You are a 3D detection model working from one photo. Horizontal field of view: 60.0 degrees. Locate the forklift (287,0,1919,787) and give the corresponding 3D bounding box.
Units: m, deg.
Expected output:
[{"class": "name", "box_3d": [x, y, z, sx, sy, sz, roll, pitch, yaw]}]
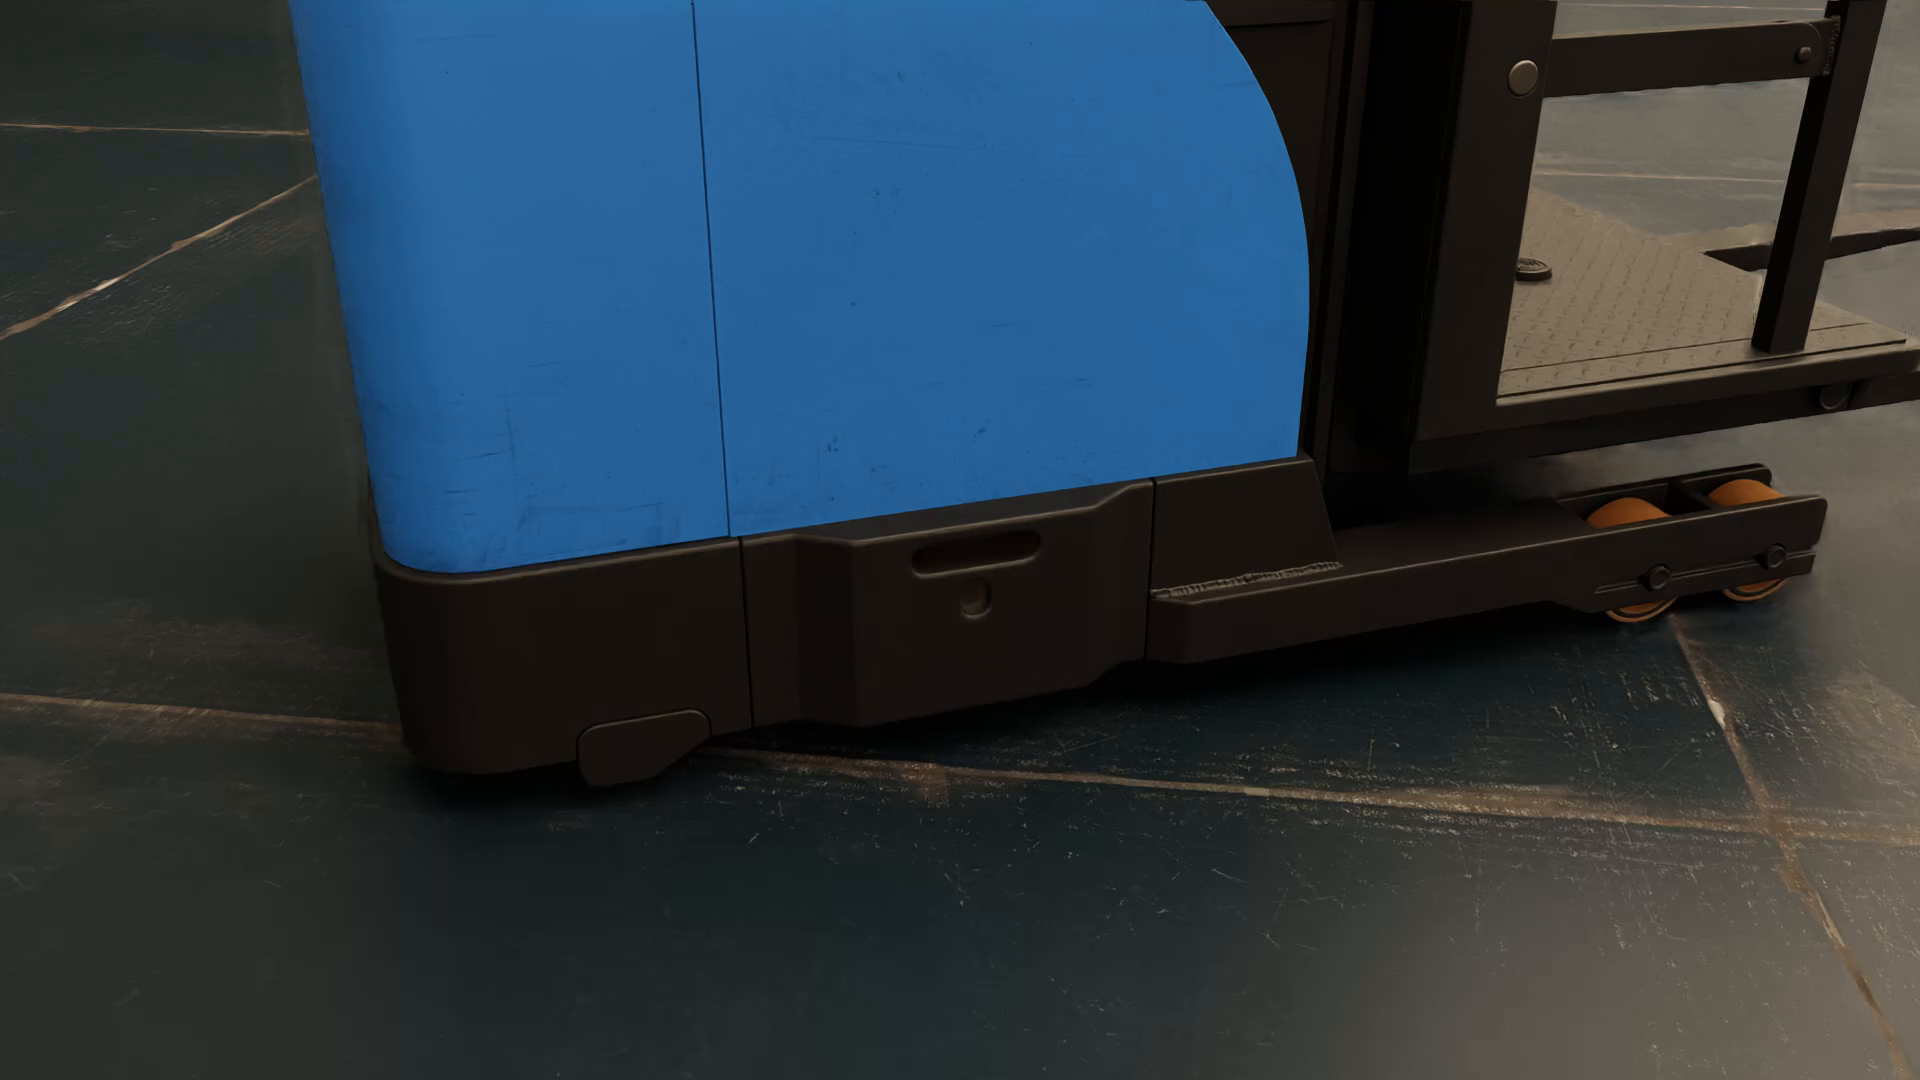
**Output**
[{"class": "forklift", "box_3d": [0.673, -1.413, 2.050, 3.031, 2.935, 1.130, -9, 28, -17]}]
